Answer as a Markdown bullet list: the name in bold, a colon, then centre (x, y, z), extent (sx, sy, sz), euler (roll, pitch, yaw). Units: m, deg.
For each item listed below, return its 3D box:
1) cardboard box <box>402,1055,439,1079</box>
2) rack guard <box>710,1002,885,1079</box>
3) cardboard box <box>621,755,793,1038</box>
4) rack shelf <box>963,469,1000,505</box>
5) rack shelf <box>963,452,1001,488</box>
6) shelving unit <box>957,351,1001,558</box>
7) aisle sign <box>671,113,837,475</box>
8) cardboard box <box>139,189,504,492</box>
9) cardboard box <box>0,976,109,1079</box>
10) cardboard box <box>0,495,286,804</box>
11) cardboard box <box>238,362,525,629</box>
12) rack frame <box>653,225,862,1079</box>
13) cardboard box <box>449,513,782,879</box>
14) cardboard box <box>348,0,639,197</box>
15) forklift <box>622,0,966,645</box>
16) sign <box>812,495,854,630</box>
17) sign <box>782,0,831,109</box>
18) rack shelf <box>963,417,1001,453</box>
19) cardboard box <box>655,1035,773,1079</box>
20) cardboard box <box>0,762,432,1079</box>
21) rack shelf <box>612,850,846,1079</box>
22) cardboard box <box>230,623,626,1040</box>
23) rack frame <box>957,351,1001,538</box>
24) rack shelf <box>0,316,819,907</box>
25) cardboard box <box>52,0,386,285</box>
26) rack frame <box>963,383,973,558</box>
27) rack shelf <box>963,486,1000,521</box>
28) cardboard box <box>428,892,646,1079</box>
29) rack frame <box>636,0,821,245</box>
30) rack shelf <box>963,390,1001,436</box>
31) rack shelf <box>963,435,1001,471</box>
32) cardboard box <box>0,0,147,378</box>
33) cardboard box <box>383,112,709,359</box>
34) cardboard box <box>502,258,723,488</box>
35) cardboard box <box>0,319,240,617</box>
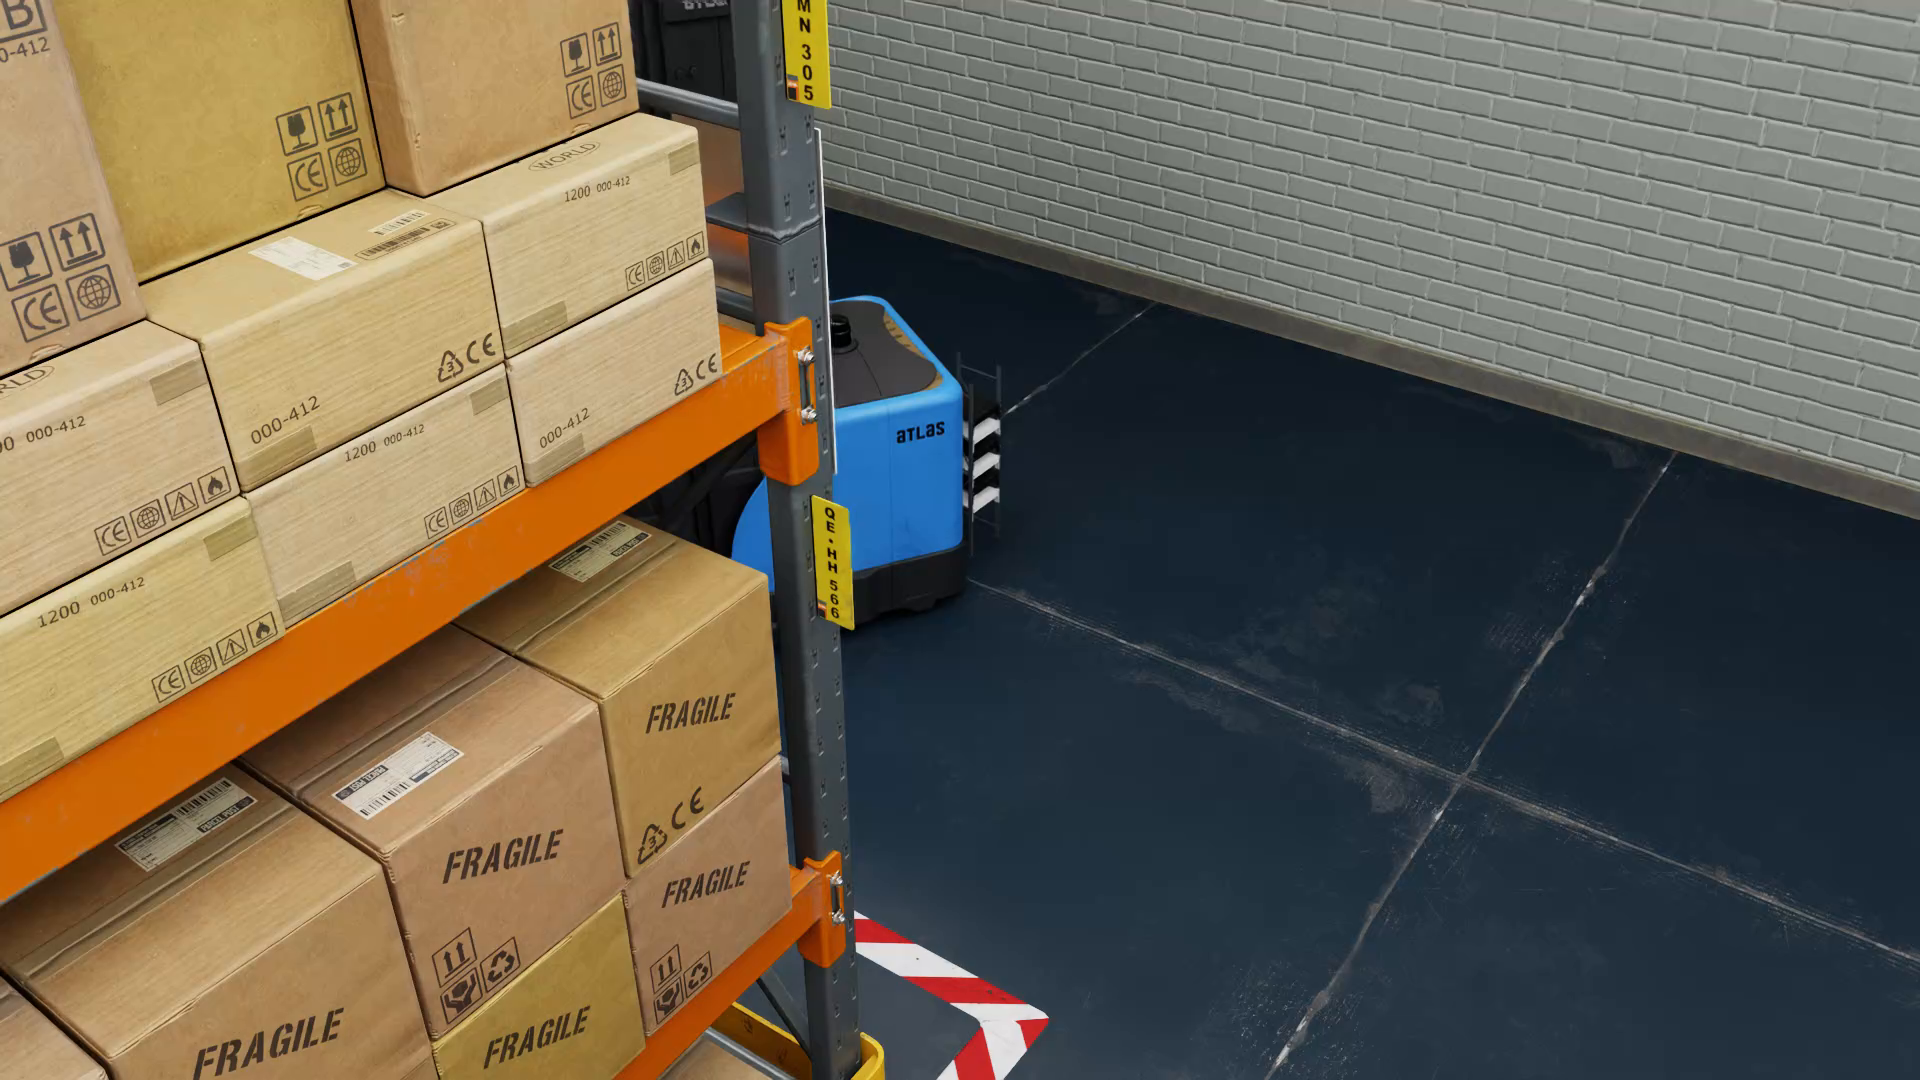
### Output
- **cardboard box**: centre (-1.338, 1.197, 3.214), extent (0.500, 0.500, 0.500), euler (22, 40, 29)
- **rack guard**: centre (-0.768, 1.548, 5.015), extent (1.175, 0.500, 0.348), euler (21, 39, 28)
- **cardboard box**: centre (-0.756, 0.729, 3.905), extent (0.500, 0.500, 0.500), euler (23, 40, 30)
- **rack shelf**: centre (0.021, -0.276, 7.575), extent (0.258, 0.077, 0.200), euler (23, 40, 30)
- **rack shelf**: centre (0.021, -0.351, 7.525), extent (0.258, 0.077, 0.200), euler (23, 40, 30)
- **shelving unit**: centre (0.021, -0.378, 7.506), extent (0.258, 0.900, 0.210), euler (23, 40, 30)
- **aisle sign**: centre (-0.434, -0.533, 3.540), extent (0.394, 0.787, 0.004), euler (21, 39, 28)
- **cardboard box**: centre (-1.093, -0.362, 2.618), extent (0.500, 0.250, 0.500), euler (21, 39, 28)
- **cardboard box**: centre (-1.624, 1.024, 2.577), extent (0.500, 0.500, 0.500), euler (23, 40, 30)
- **cardboard box**: centre (-1.369, 0.078, 2.413), extent (0.500, 0.250, 0.500), euler (21, 39, 28)
- **cardboard box**: centre (-1.095, -0.156, 2.759), extent (0.500, 0.250, 0.500), euler (21, 39, 28)
- **rack frame**: centre (-0.725, 0.477, 4.367), extent (1.000, 3.000, 0.127), euler (21, 39, 28)
- **cardboard box**: centre (-0.752, 0.314, 3.626), extent (0.500, 0.500, 0.500), euler (21, 39, 28)
- **cardboard box**: centre (-1.004, -0.979, 2.861), extent (0.700, 0.500, 0.500), euler (21, 39, 28)
- **forklift**: centre (-1.540, -0.873, 6.425), extent (3.031, 2.935, 1.130), euler (-13, 36, -19)
- **sign**: centre (-0.280, 0.053, 3.678), extent (0.100, 0.325, 0.005), euler (21, 39, 28)
- **sign**: centre (-0.280, -0.946, 3.002), extent (0.100, 0.325, 0.005), euler (21, 39, 28)
- **rack shelf**: centre (0.021, -0.500, 7.424), extent (0.258, 0.077, 0.200), euler (23, 40, 30)
- **cardboard box**: centre (-0.832, 1.659, 4.457), extent (0.500, 0.500, 0.500), euler (21, 39, 28)
- **cardboard box**: centre (-1.332, 0.787, 2.926), extent (0.500, 0.500, 0.500), euler (22, 40, 29)
- **rack shelf**: centre (-1.865, 1.696, 3.207), extent (1.077, 0.370, 4.000), euler (21, 39, 28)
- **cardboard box**: centre (-1.040, 0.547, 3.281), extent (0.500, 0.500, 0.500), euler (22, 40, 29)
- **rack frame**: centre (0.083, -0.424, 7.573), extent (0.240, 0.900, 0.006), euler (23, 40, 30)
- **rack shelf**: centre (-1.865, 0.453, 2.367), extent (1.077, 0.370, 4.000), euler (21, 39, 28)
- **cardboard box**: centre (-1.359, -0.776, 2.561), extent (0.700, 0.500, 0.500), euler (21, 39, 28)
- **rack frame**: centre (-0.040, -0.333, 7.439), extent (0.240, 0.900, 0.006), euler (23, 40, 30)
- **rack shelf**: centre (0.021, -0.202, 7.626), extent (0.258, 0.077, 0.200), euler (23, 40, 30)
- **cardboard box**: centre (-1.049, 0.969, 3.550), extent (0.500, 0.500, 0.500), euler (22, 40, 29)
- **rack frame**: centre (-0.725, -2.008, 2.686), extent (1.000, 3.000, 0.127), euler (21, 39, 28)
- **rack shelf**: centre (0.021, -0.574, 7.374), extent (0.258, 0.077, 0.200), euler (23, 40, 30)
- **rack shelf**: centre (0.021, -0.425, 7.474), extent (0.258, 0.077, 0.200), euler (23, 40, 30)
- **cardboard box**: centre (-1.556, -0.512, 2.170), extent (0.700, 0.500, 0.500), euler (21, 39, 28)
- **cardboard box**: centre (-0.808, -0.592, 2.958), extent (0.500, 0.250, 0.500), euler (21, 39, 28)
- **cardboard box**: centre (-0.801, -0.382, 3.094), extent (0.500, 0.250, 0.500), euler (21, 39, 28)
- **cardboard box**: centre (-1.381, -0.133, 2.279), extent (0.500, 0.250, 0.500), euler (21, 39, 28)
